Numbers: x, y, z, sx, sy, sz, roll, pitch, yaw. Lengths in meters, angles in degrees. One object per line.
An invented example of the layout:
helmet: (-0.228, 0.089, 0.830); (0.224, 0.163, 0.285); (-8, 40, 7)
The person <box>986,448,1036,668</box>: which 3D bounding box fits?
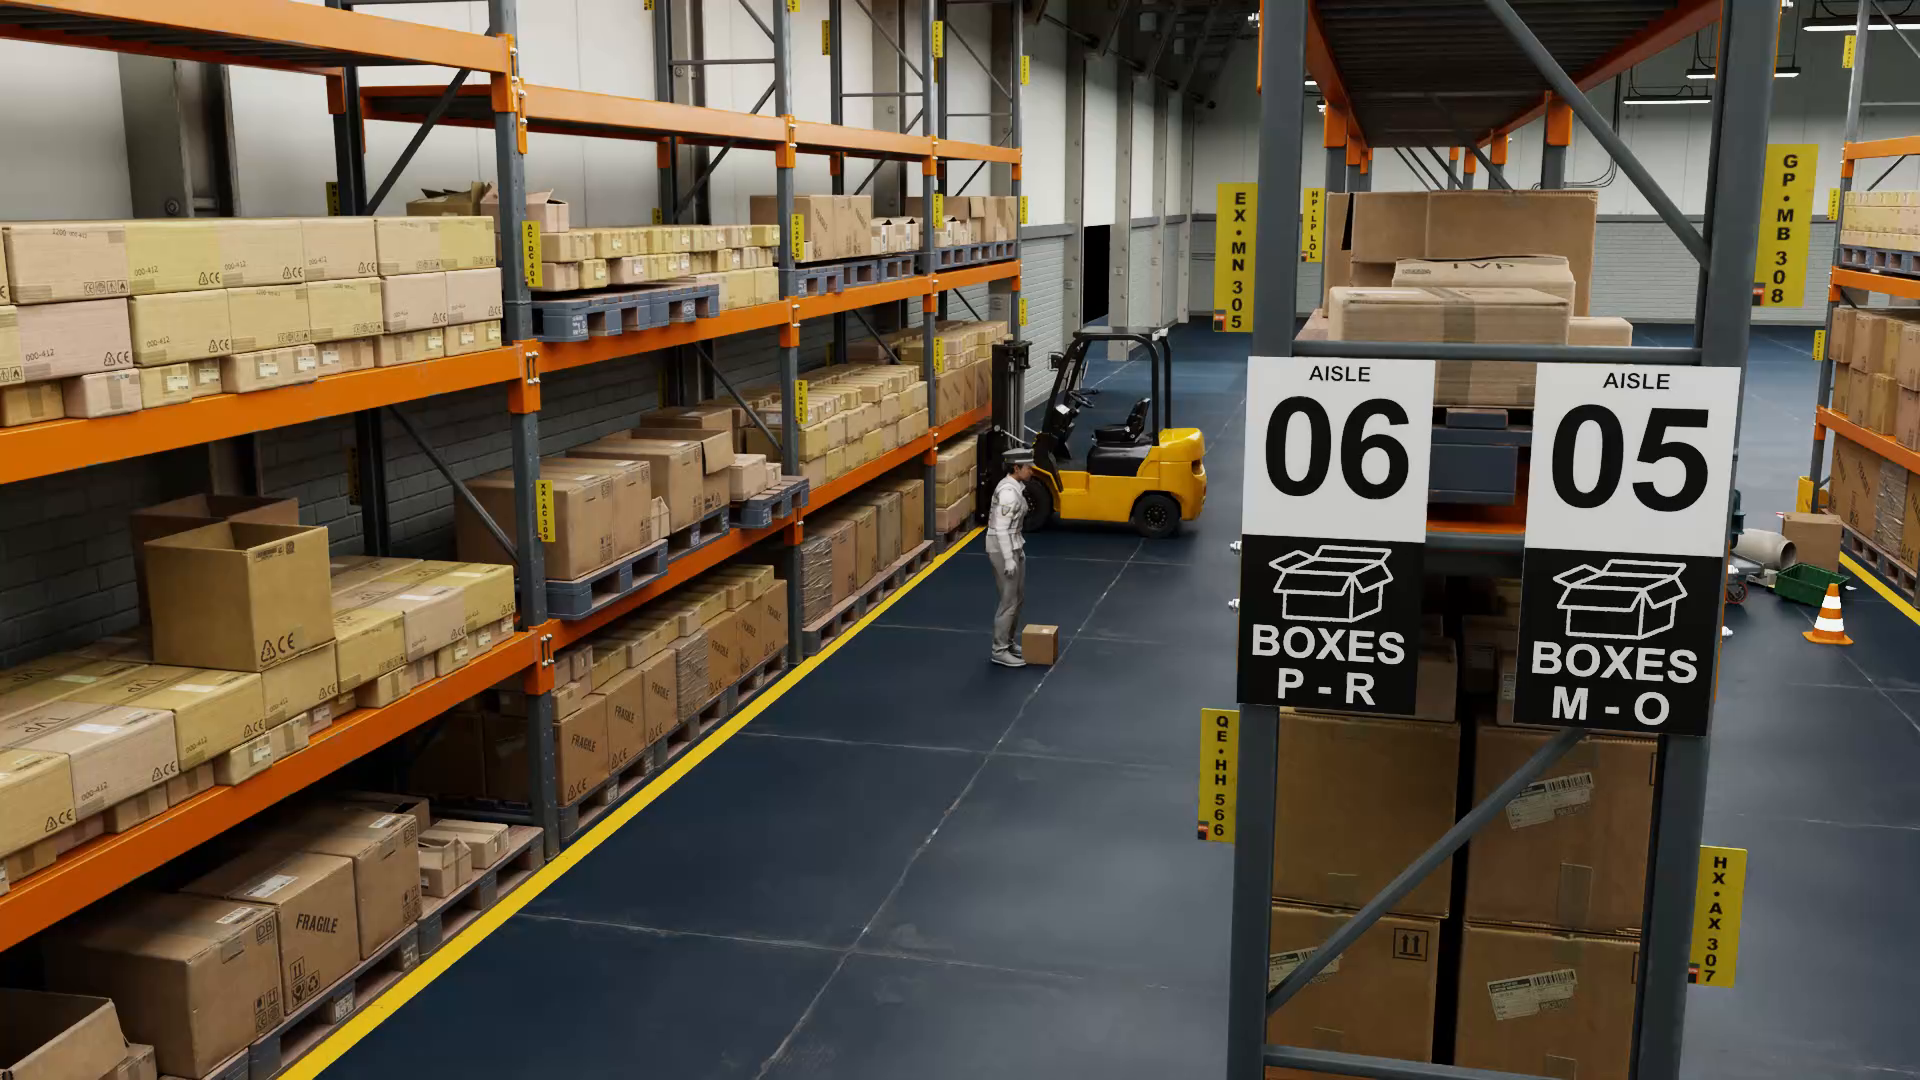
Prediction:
person: (0.395, 0.115, 12.883); (0.378, 1.663, 0.537); (3, 12, 13)
